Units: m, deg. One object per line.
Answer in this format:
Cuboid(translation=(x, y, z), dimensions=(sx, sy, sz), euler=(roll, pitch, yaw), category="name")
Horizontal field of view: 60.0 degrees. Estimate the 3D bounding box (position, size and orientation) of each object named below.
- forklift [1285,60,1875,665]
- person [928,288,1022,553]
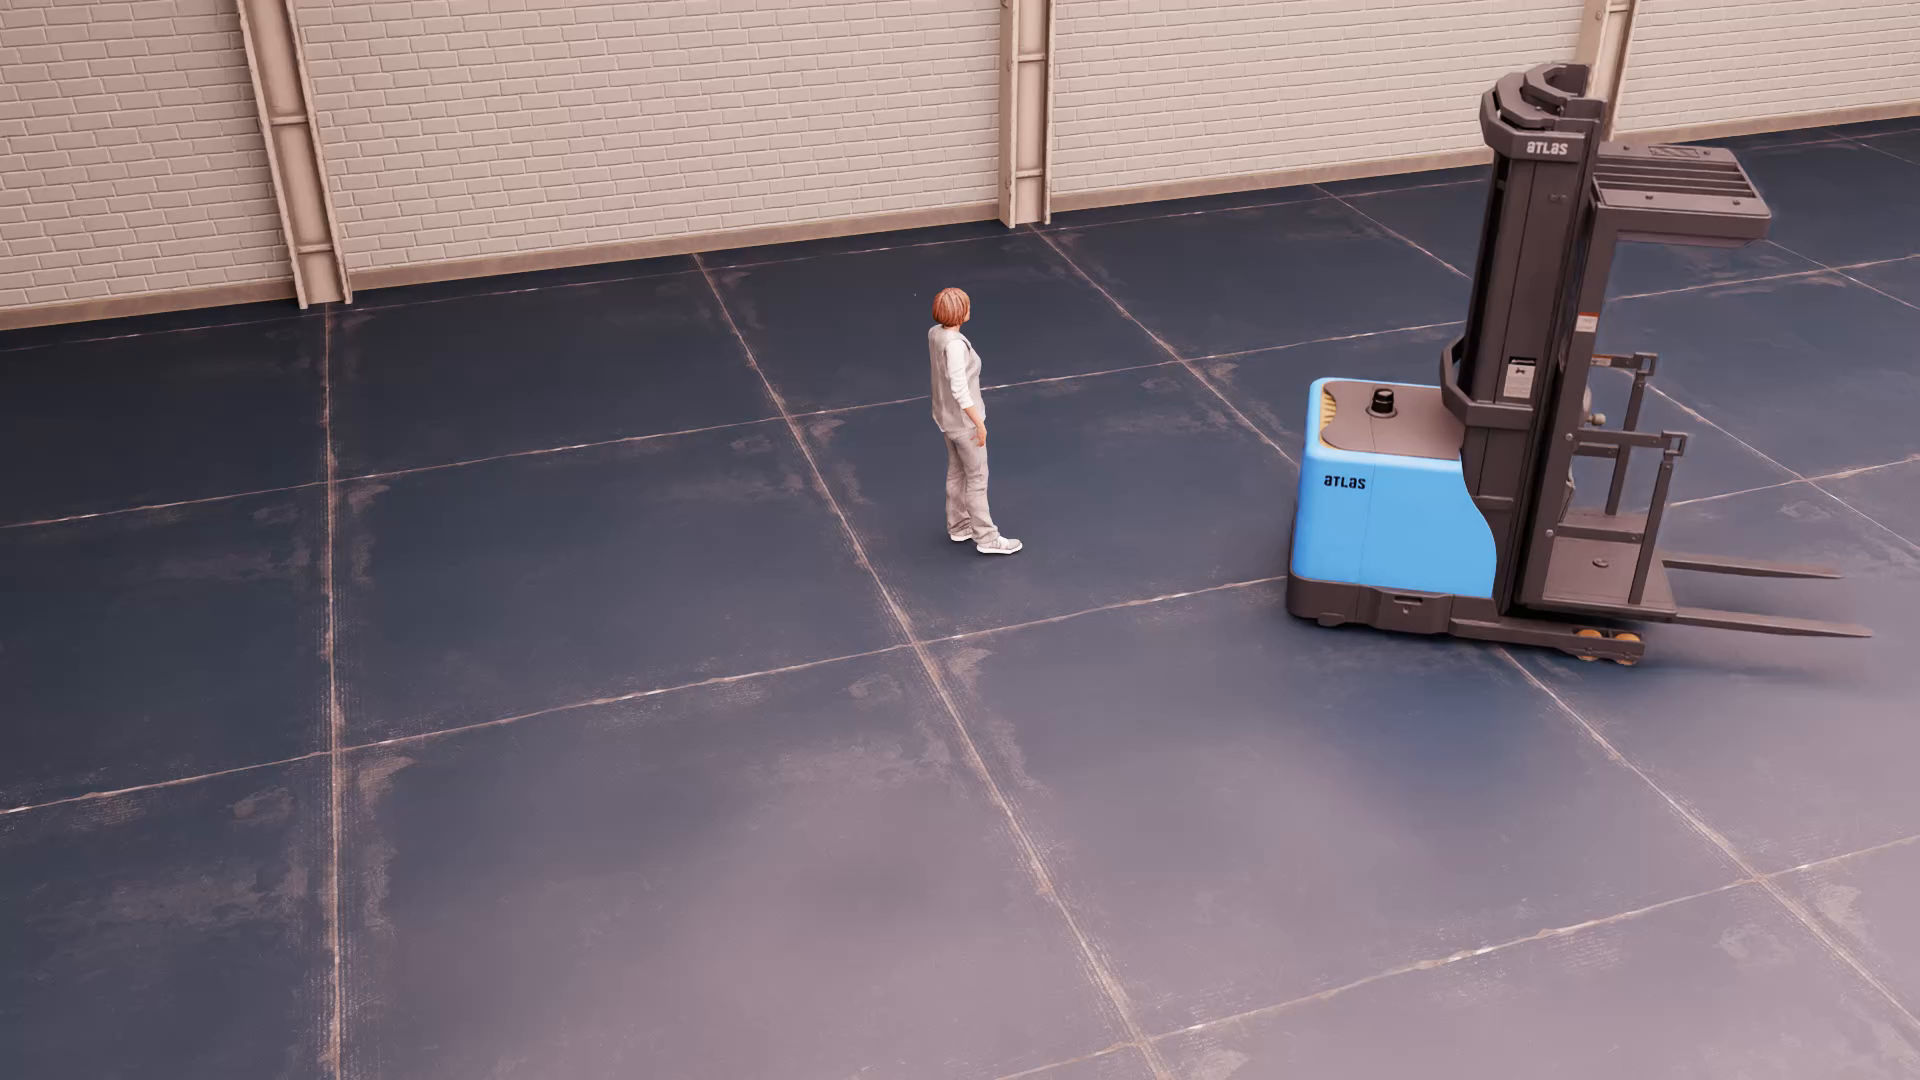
Cuboid(translation=(3.379, -0.894, 8.641), dimensions=(3.031, 2.935, 1.130), euler=(6, 30, 10), category="forklift")
Cuboid(translation=(0.075, -0.704, 9.634), dimensions=(0.473, 1.599, 0.521), euler=(-10, 31, -16), category="person")
